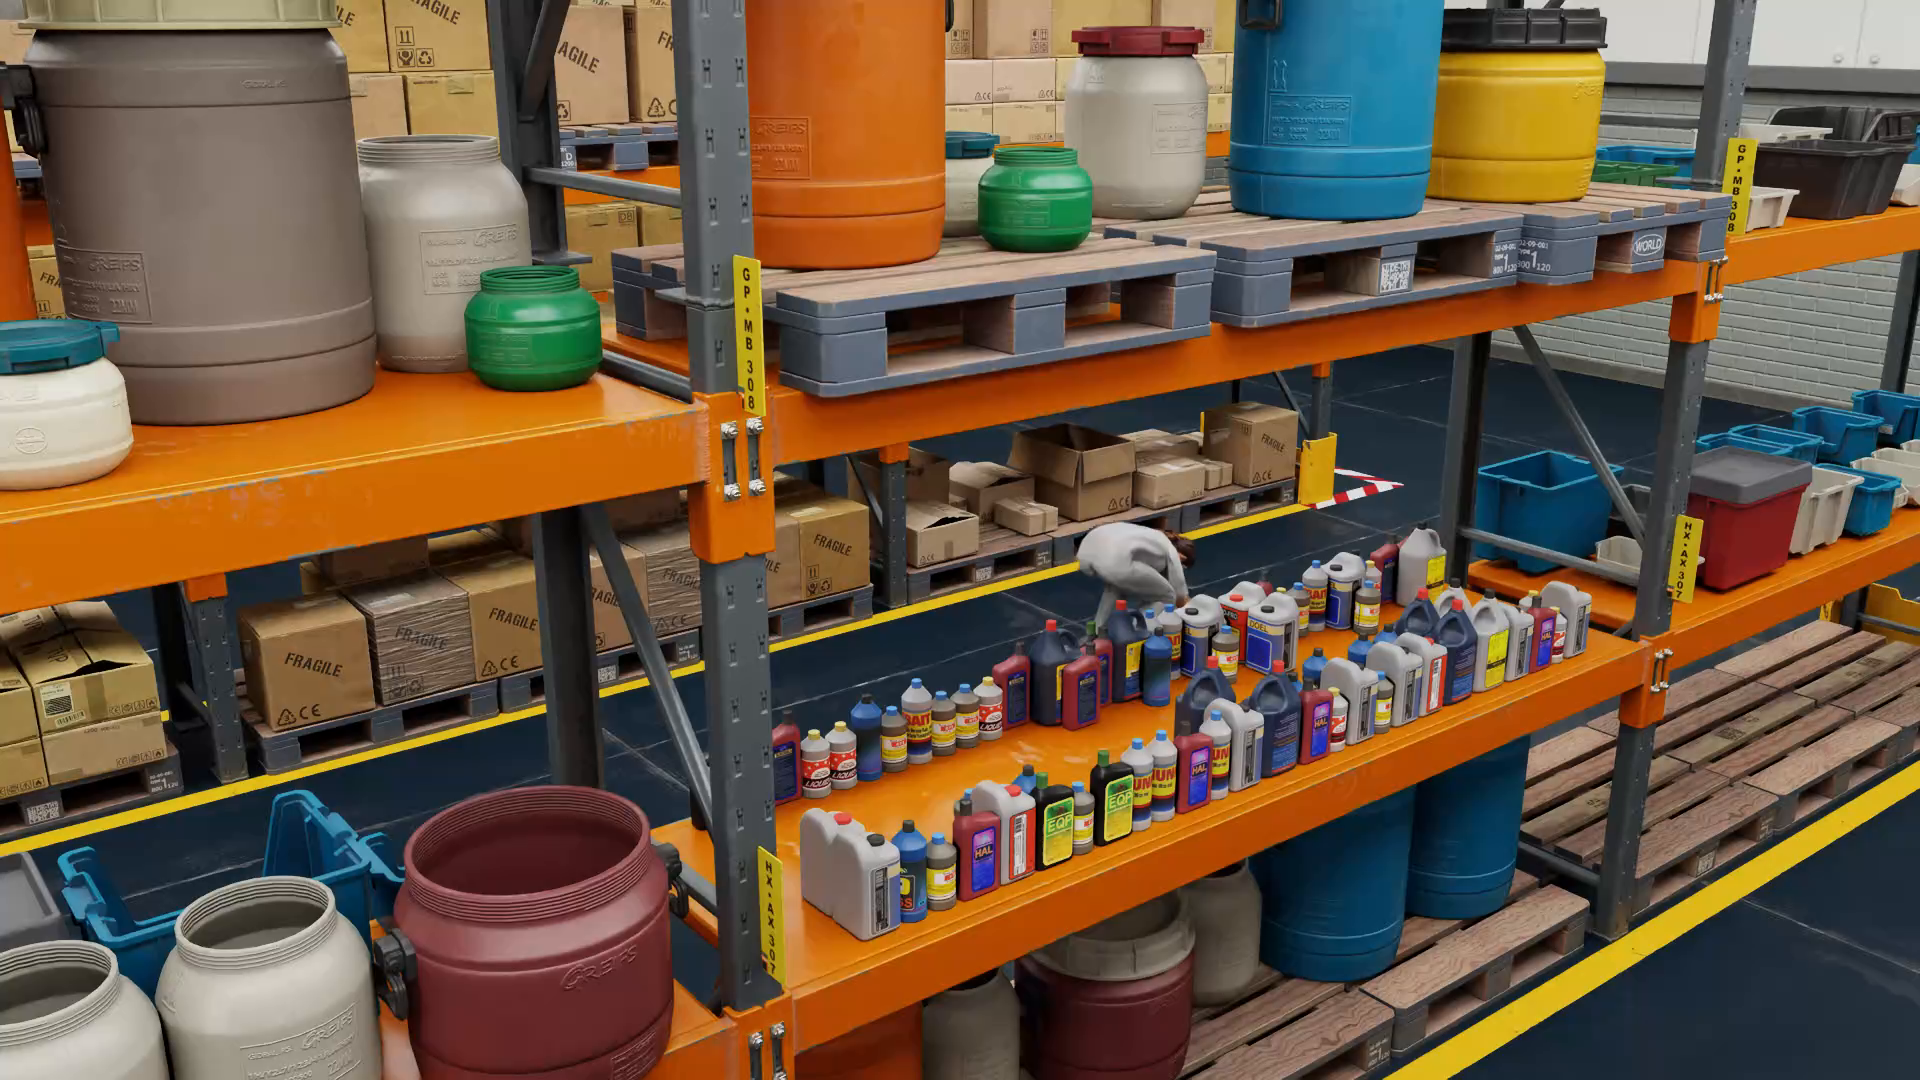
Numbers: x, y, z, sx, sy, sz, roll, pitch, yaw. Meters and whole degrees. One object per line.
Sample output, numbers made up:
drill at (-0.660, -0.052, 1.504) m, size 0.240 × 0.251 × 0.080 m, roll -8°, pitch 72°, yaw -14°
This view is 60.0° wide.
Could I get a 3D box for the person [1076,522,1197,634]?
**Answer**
person at (1.034, 0.283, 9.554) m, size 0.854 × 0.841 × 0.478 m, roll -15°, pitch 23°, yaw -39°
